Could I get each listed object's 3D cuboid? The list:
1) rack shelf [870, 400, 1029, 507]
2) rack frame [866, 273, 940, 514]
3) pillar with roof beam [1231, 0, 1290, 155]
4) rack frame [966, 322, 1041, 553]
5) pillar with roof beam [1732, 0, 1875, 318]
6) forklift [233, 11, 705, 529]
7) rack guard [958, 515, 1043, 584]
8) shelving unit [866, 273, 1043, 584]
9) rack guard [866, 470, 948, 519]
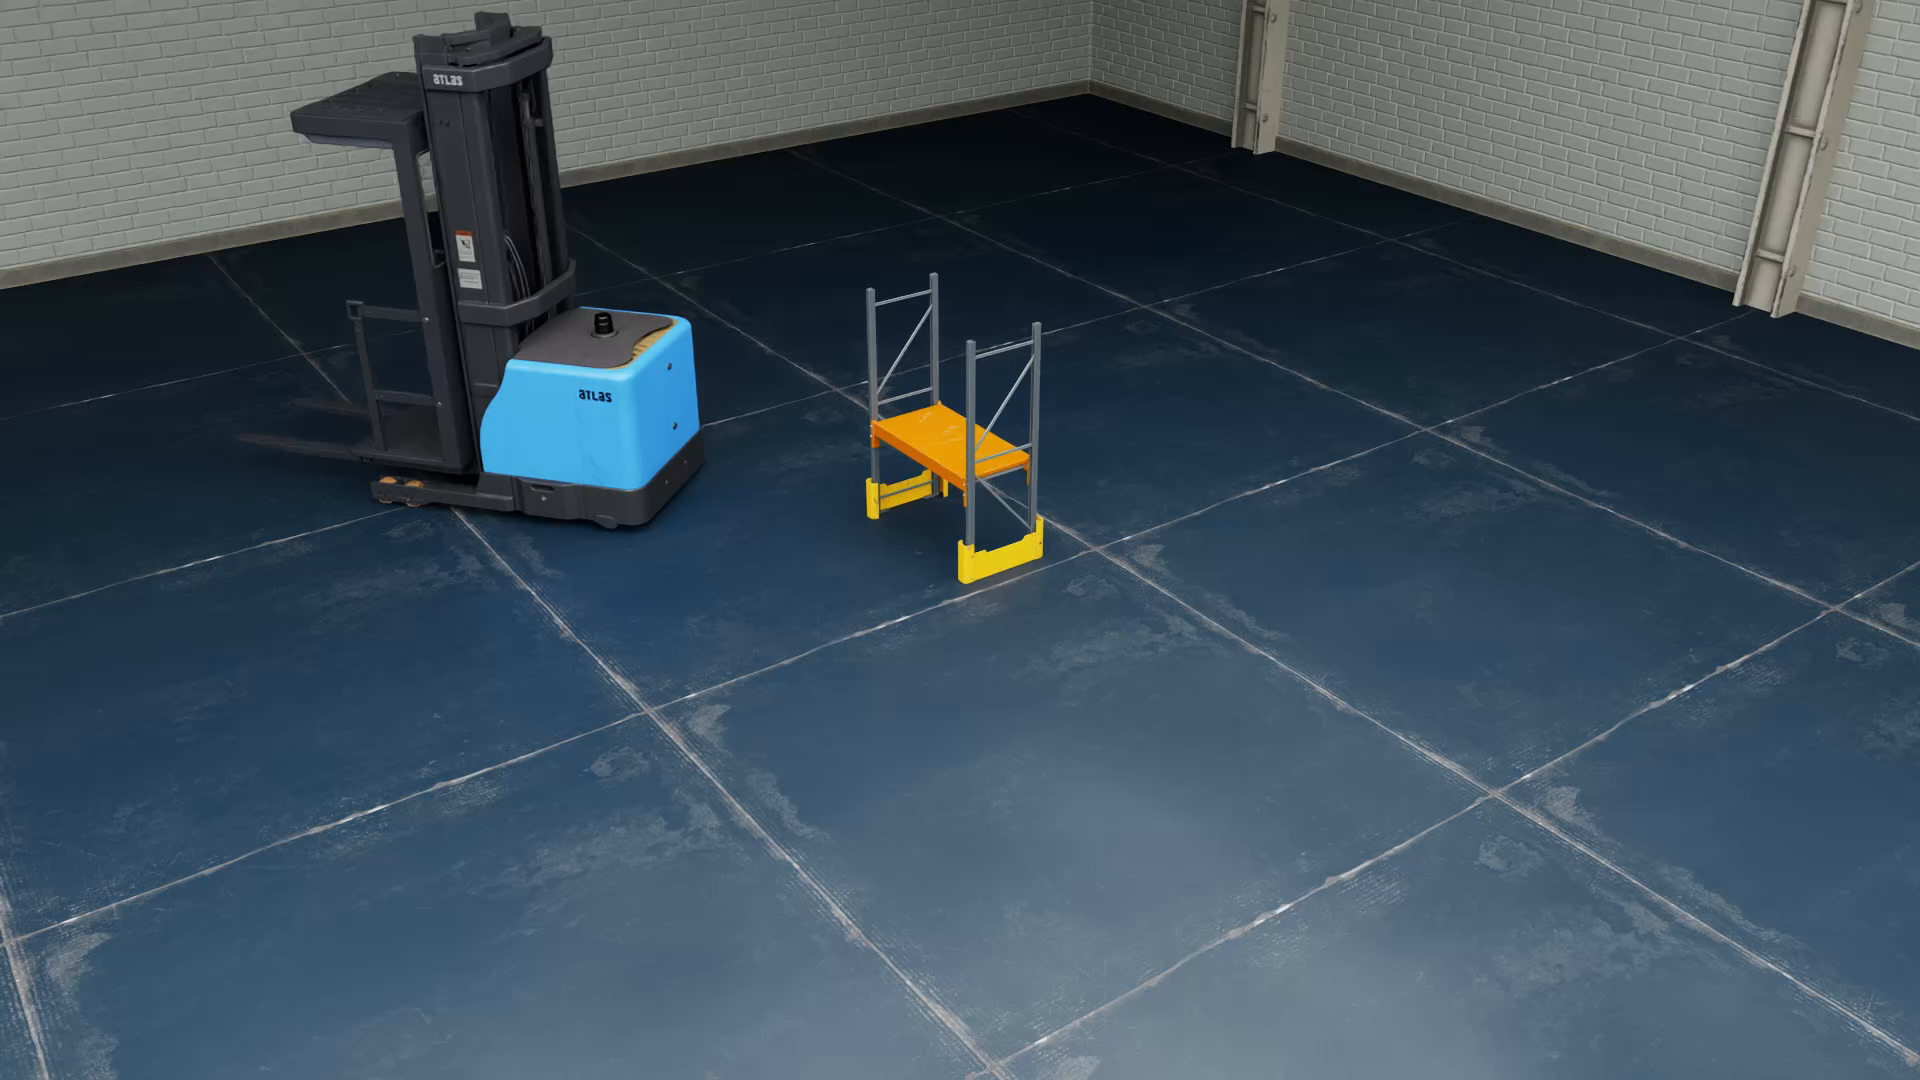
[{"bbox_3d":[-0.049,-0.534,10.039,0.538,0.185,1.000,-19,34,-31],"label":"rack shelf"},{"bbox_3d":[-0.344,-0.890,10.317,0.500,1.500,0.032,-19,34,-31],"label":"rack frame"},{"bbox_3d":[-0.311,-7.026,13.758,9.100,9.000,0.400,-19,34,-31],"label":"pillar with roof beam"},{"bbox_3d":[0.245,-0.495,9.589,0.500,1.500,0.032,-19,34,-31],"label":"rack frame"},{"bbox_3d":[3.170,-4.694,9.463,9.100,9.000,0.400,-19,34,-31],"label":"pillar with roof beam"},{"bbox_3d":[-3.275,-1.733,10.370,3.031,2.935,1.130,7,29,13],"label":"forklift"},{"bbox_3d":[0.245,0.054,9.888,0.587,0.250,0.087,-19,34,-31],"label":"rack guard"},{"bbox_3d":[-0.044,-0.689,9.947,0.587,1.500,1.083,-19,34,-31],"label":"shelving unit"},{"bbox_3d":[-0.333,-0.333,10.601,0.587,0.250,0.087,-19,34,-31],"label":"rack guard"}]
